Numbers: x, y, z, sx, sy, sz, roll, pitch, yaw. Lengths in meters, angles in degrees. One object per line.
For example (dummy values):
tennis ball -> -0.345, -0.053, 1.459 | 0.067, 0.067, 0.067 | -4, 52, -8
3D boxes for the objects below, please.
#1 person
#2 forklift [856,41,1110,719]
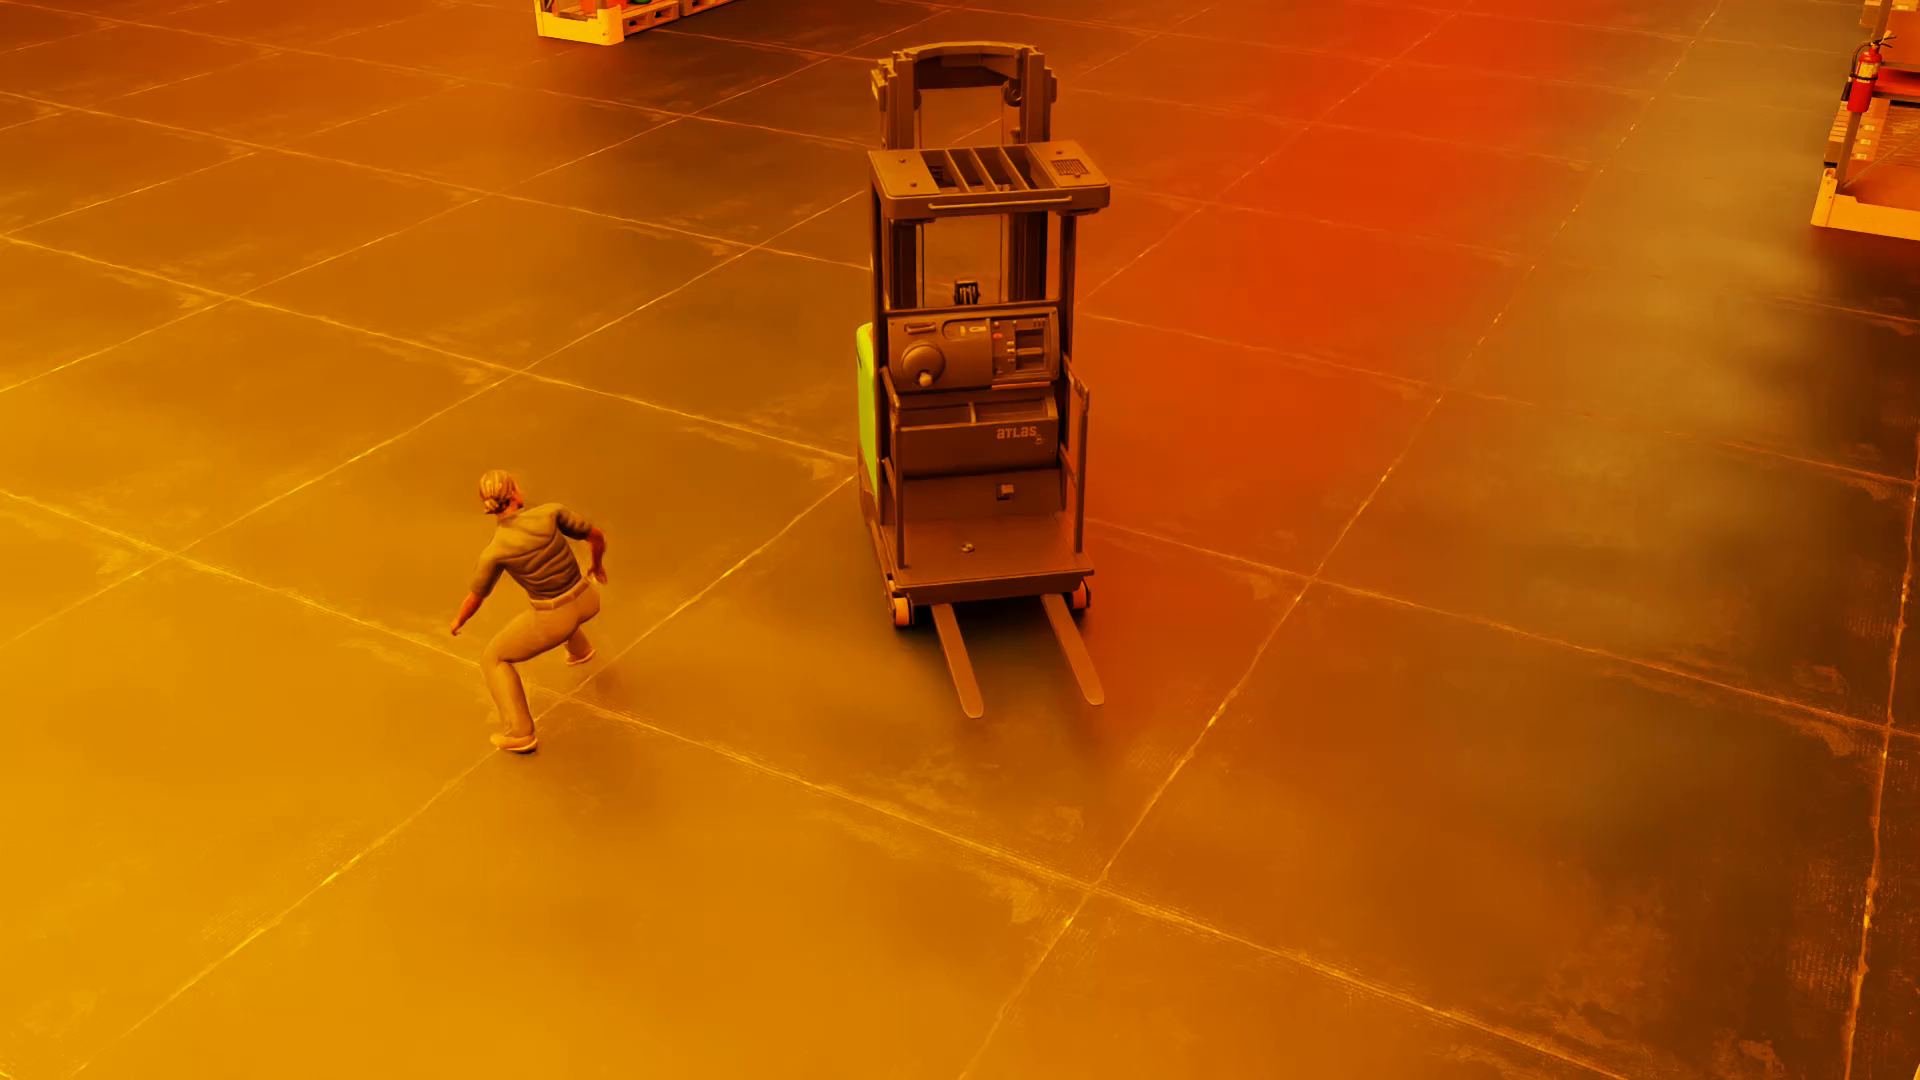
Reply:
person -> -2.096, 0.280, 8.159 | 0.615, 1.434, 0.743 | 22, 36, 32
forklift -> 0.116, -0.985, 8.778 | 1.130, 2.935, 3.031 | -5, 30, -9
